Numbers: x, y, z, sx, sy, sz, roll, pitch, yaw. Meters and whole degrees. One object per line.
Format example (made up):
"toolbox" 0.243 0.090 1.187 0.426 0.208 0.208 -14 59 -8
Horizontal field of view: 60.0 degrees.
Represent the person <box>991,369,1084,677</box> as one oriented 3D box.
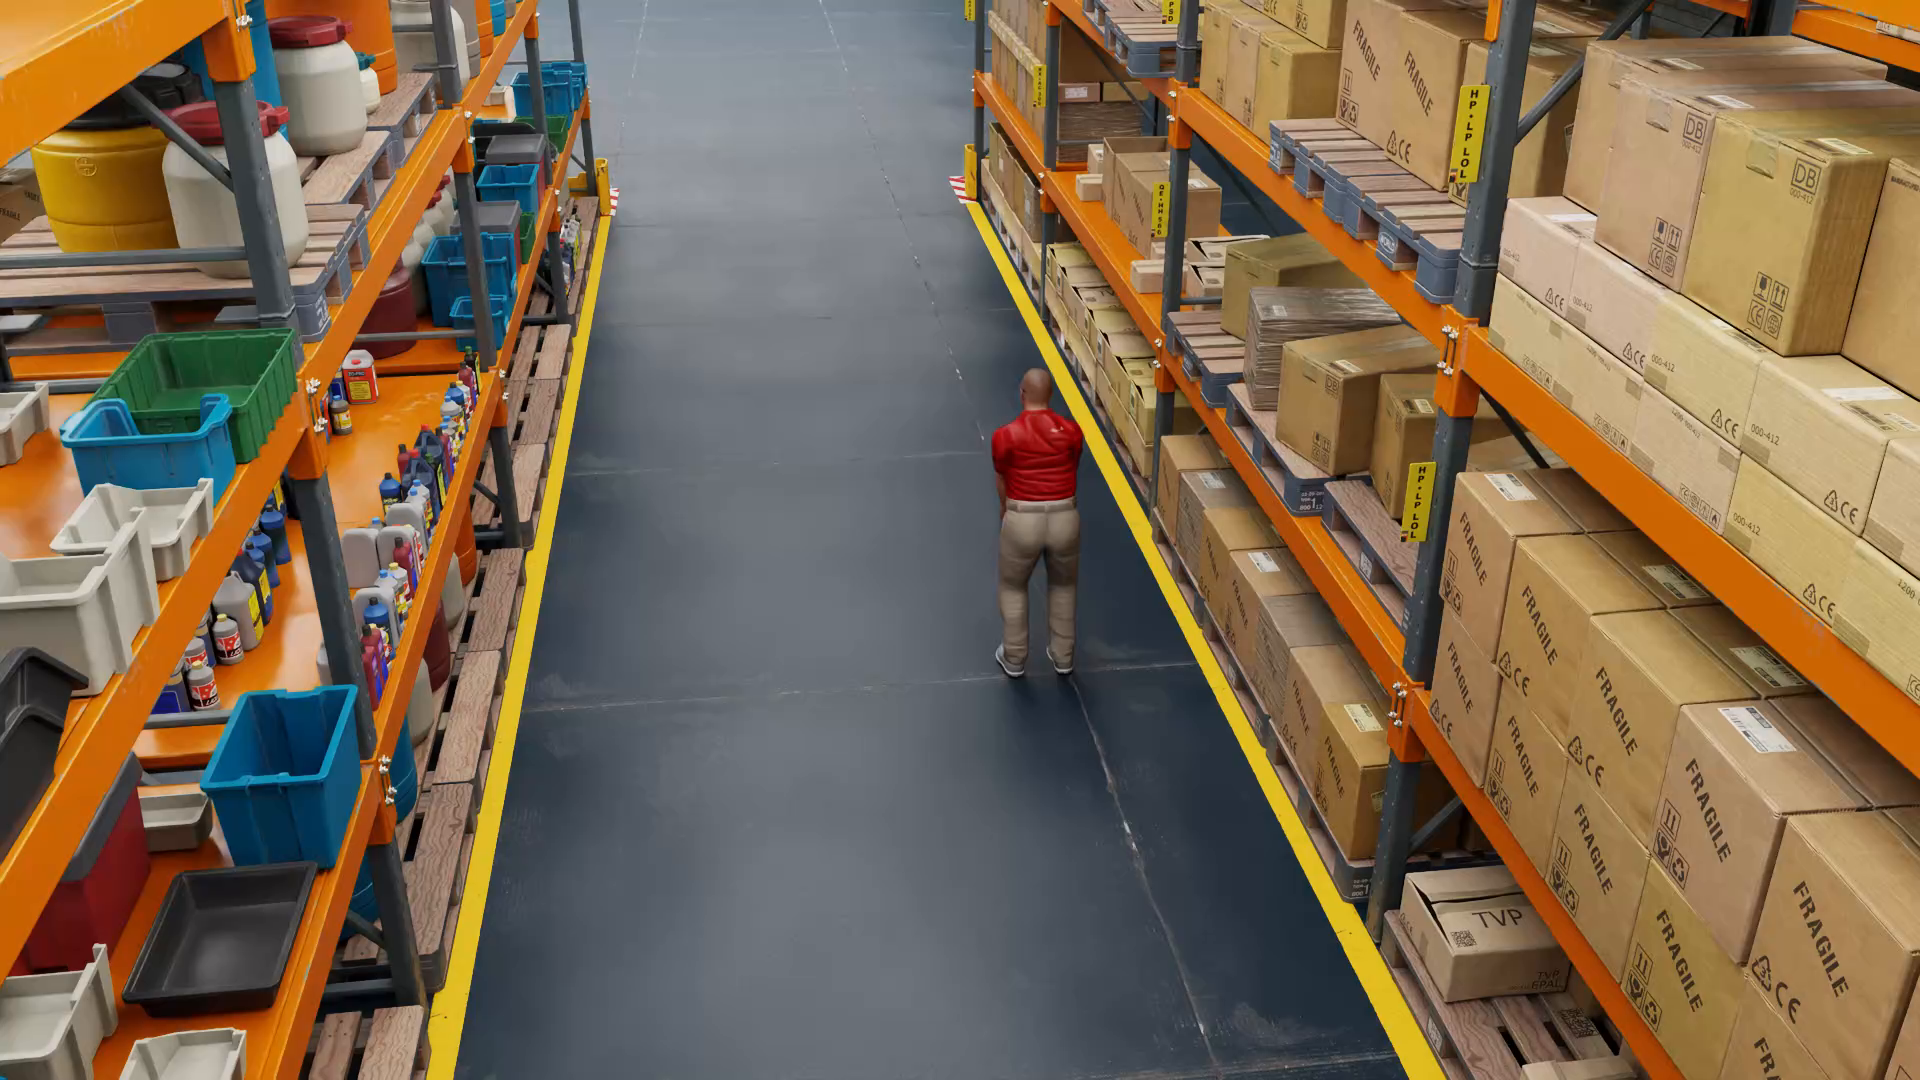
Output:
"person" 0.396 -0.111 8.869 0.488 1.724 0.558 -4 27 -7
